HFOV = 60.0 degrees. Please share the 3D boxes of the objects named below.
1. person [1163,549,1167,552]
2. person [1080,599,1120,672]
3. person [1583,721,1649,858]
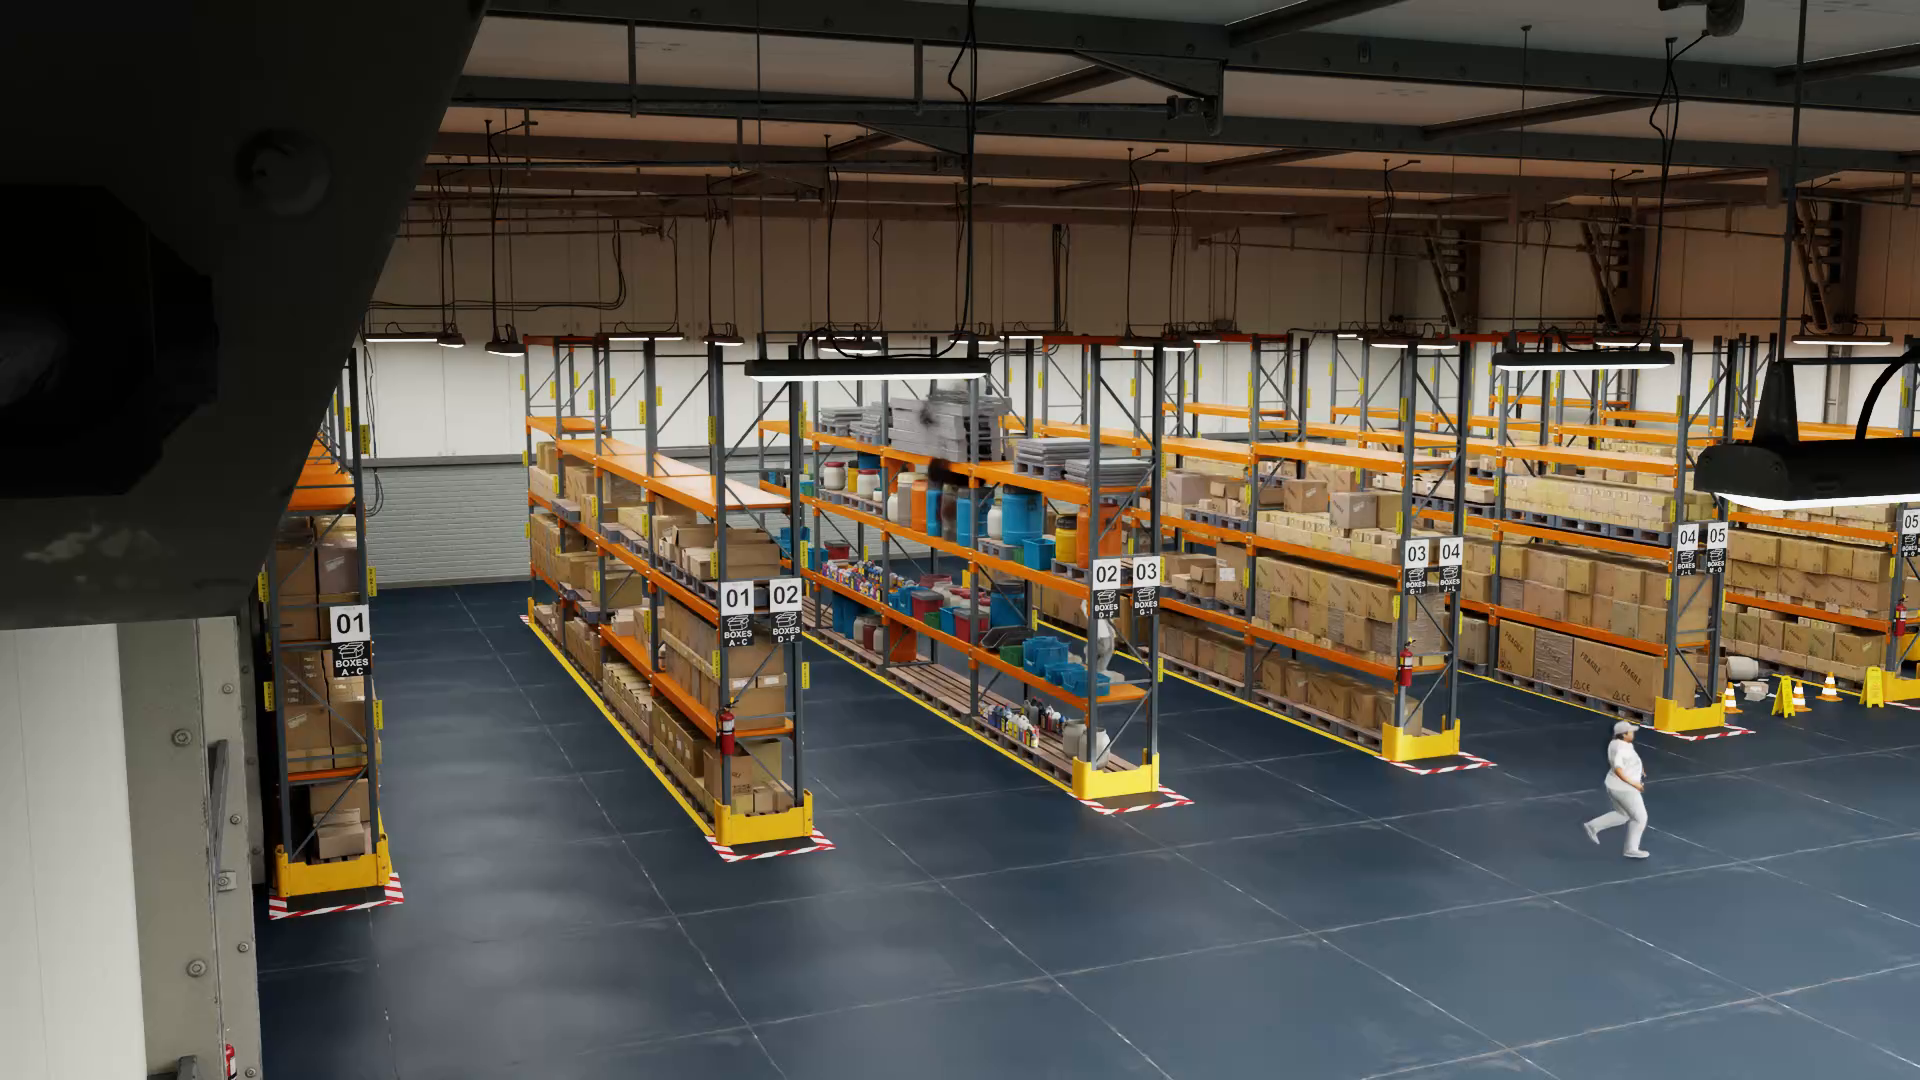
[{"bbox_3d":[4.292,0.960,34.551,0.560,1.555,0.745,-2,8,-17],"label":"person"},{"bbox_3d":[2.403,1.435,28.229,0.692,1.743,0.637,-6,9,-36],"label":"person"},{"bbox_3d":[7.792,2.931,19.603,0.707,1.624,0.615,1,8,6],"label":"person"}]
